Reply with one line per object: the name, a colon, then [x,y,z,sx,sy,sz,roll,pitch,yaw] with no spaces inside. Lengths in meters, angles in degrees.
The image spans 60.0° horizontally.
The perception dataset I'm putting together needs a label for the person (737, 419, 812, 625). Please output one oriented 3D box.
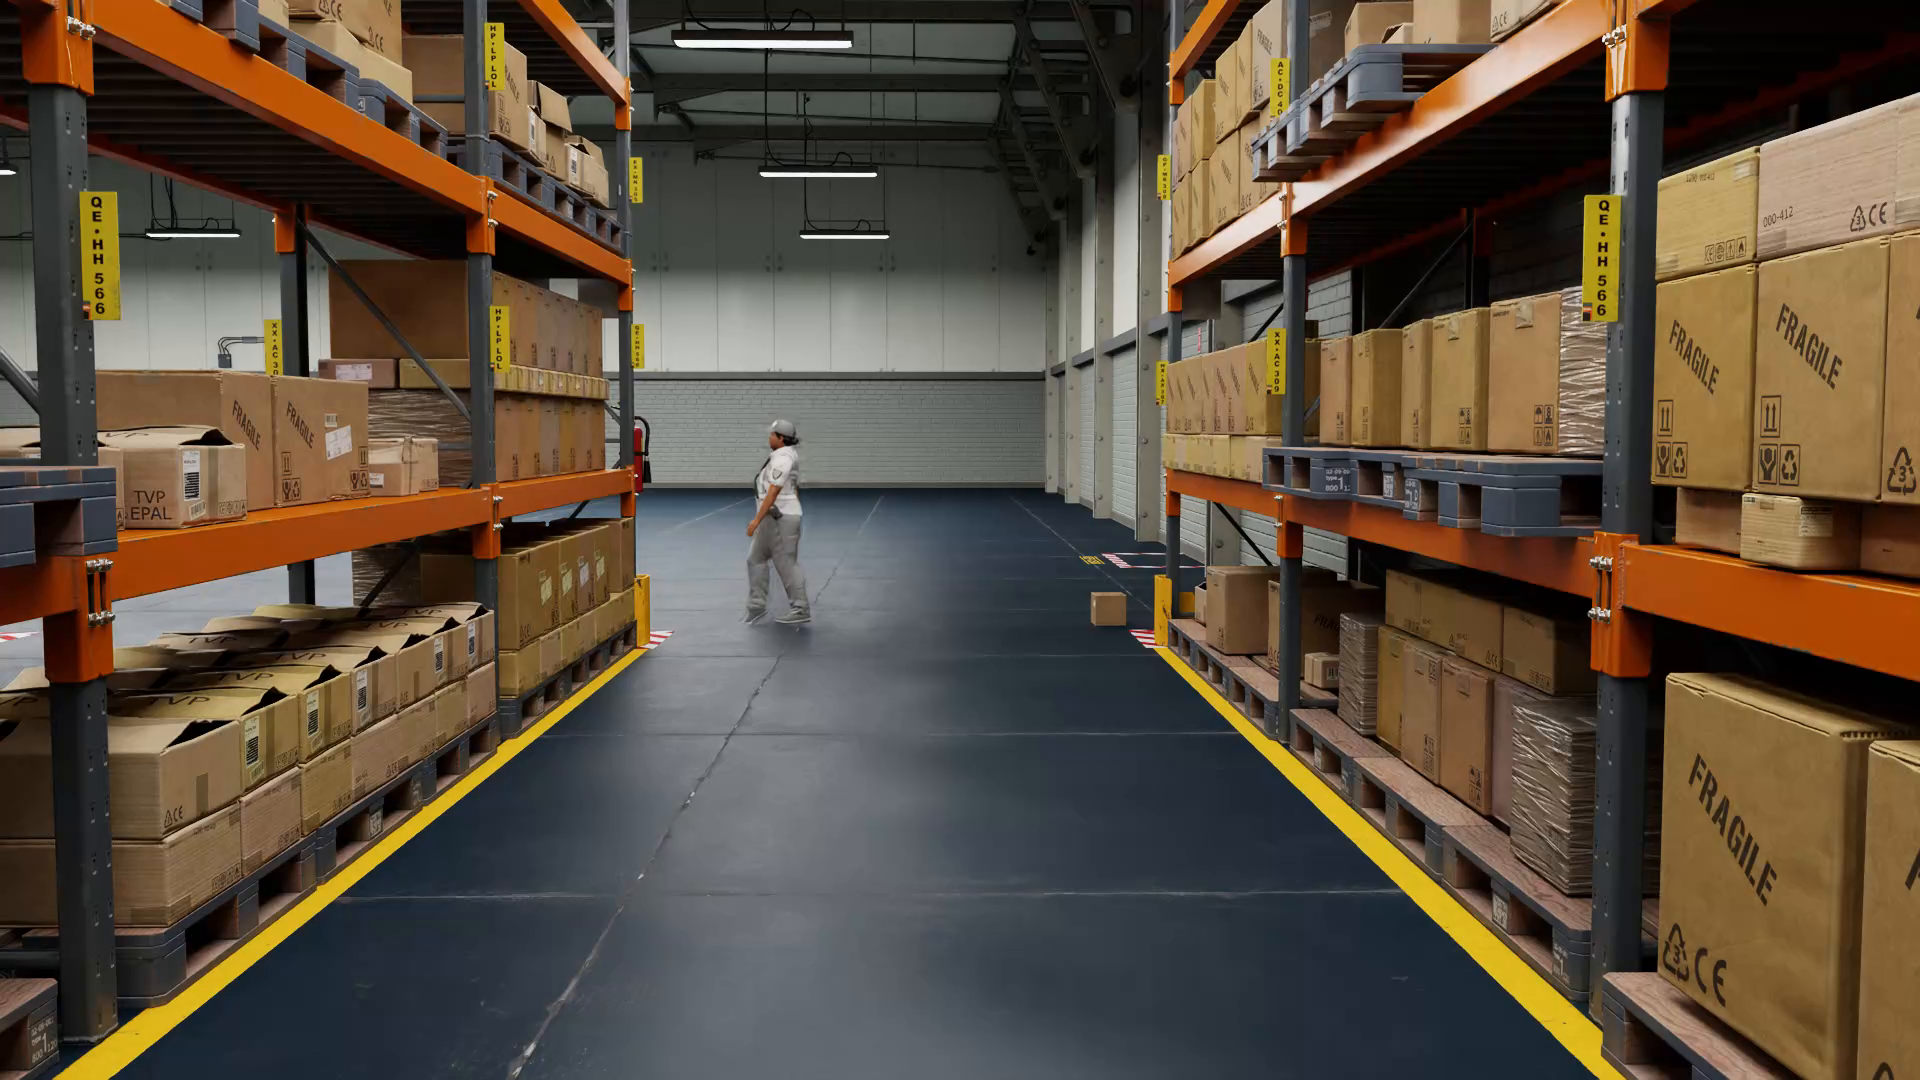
person: [-1.517,-0.113,13.403,0.620,1.719,0.479,0,4,-4]
